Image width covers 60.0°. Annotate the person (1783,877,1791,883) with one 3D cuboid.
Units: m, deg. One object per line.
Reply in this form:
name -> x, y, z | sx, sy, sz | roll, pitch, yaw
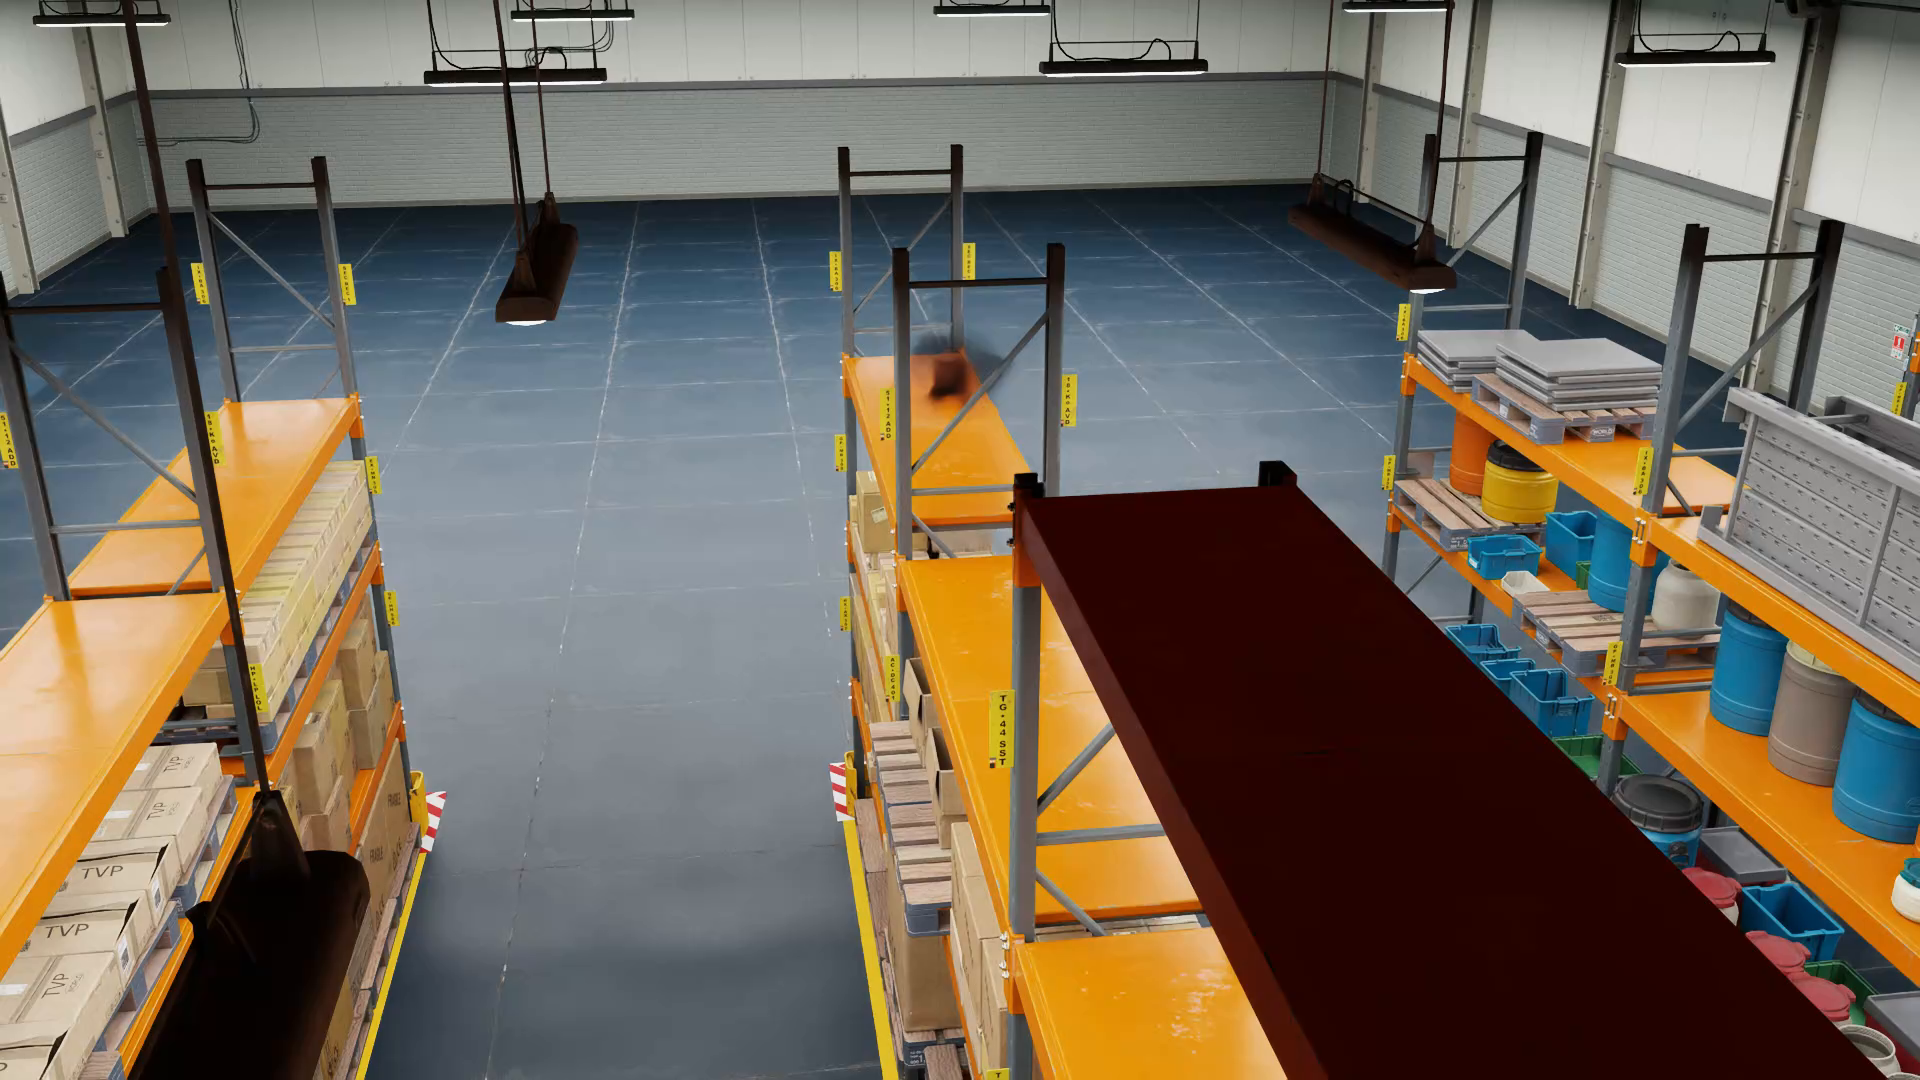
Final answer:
person -> 6.752, 2.251, 13.615 | 0.661, 1.724, 0.647 | -8, 23, -19
